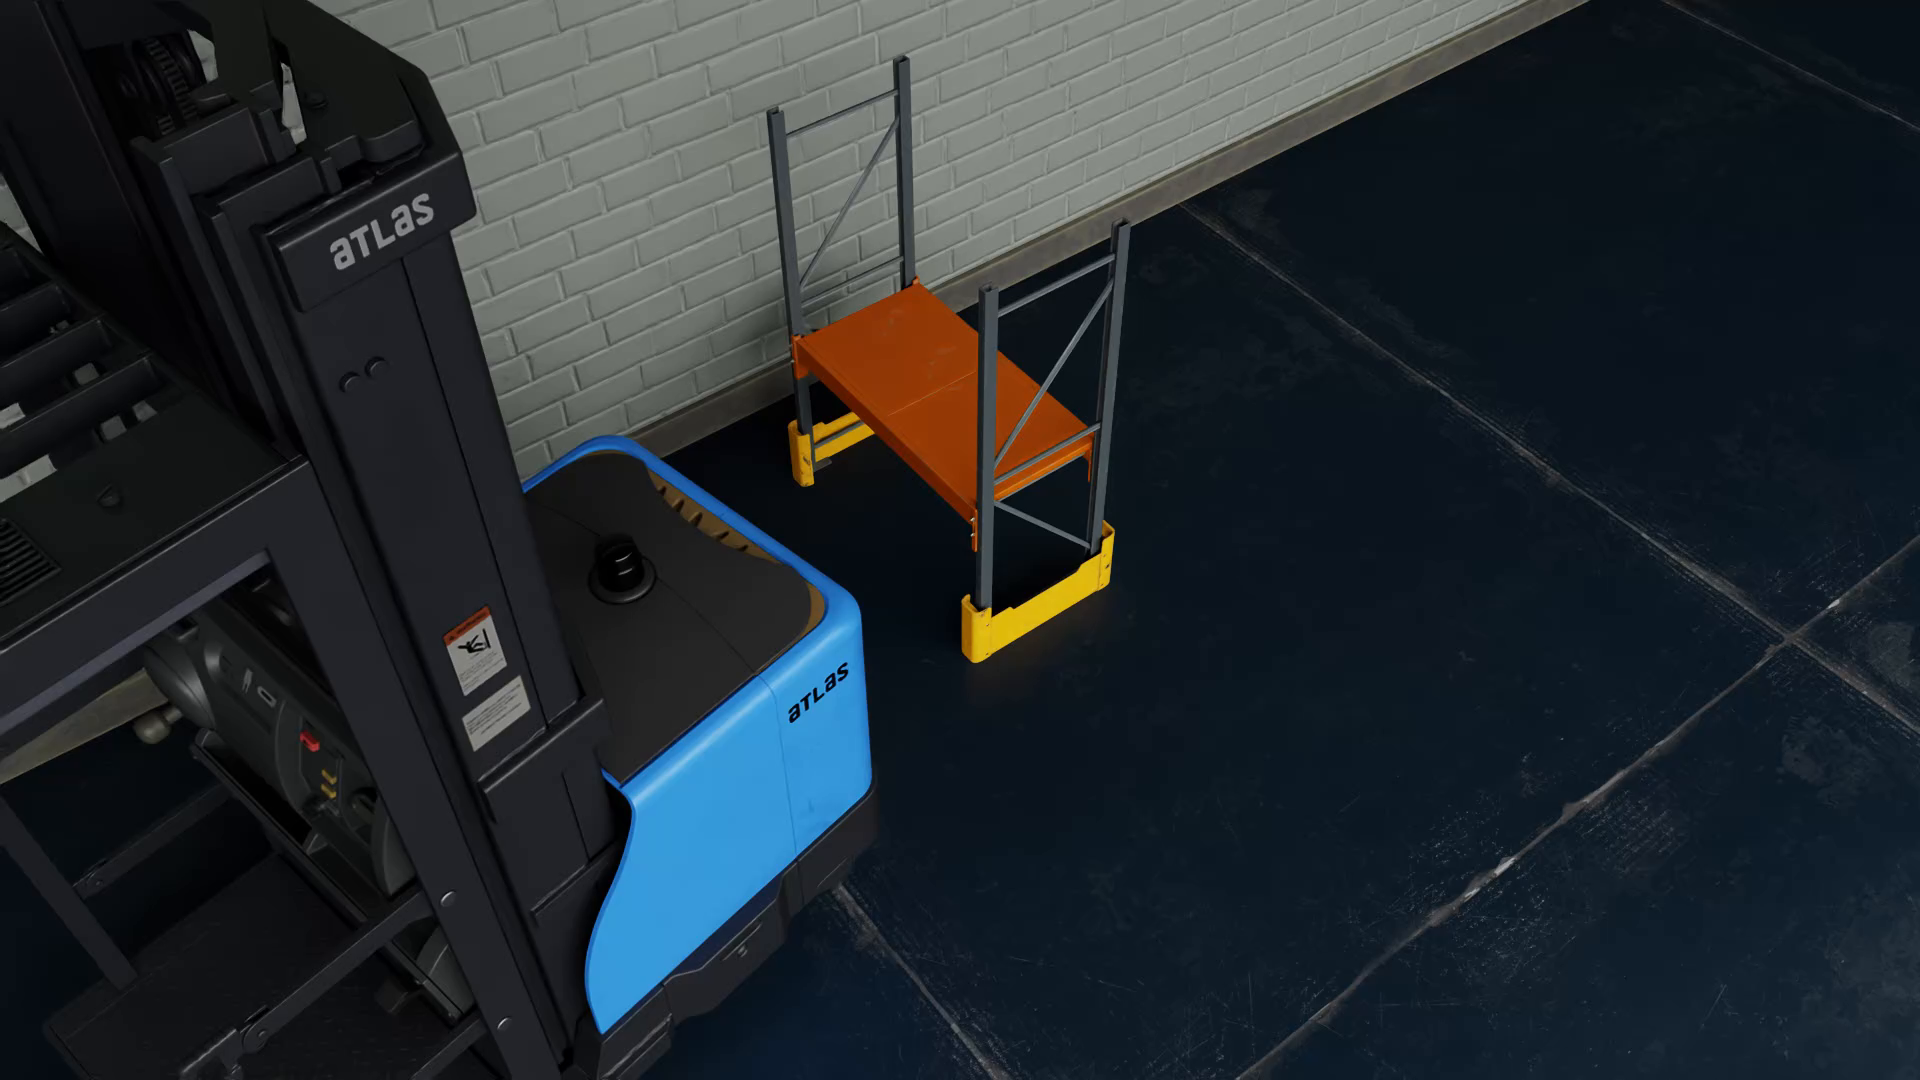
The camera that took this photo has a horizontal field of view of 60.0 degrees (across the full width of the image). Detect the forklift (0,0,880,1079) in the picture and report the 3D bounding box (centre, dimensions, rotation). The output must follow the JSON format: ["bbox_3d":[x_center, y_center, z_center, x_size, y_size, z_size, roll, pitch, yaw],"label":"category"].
[{"bbox_3d":[-1.587,0.474,3.342,1.130,2.935,3.031,33,56,26],"label":"forklift"}]

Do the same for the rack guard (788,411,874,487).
[{"bbox_3d":[-0.348,-0.423,5.964,0.587,0.250,0.087,-29,54,-24],"label":"rack guard"}]

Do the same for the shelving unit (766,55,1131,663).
[{"bbox_3d":[-0.046,-0.549,5.235,0.587,1.500,1.083,-29,54,-24],"label":"shelving unit"}]

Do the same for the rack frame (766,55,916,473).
[{"bbox_3d":[-0.359,-0.854,5.512,0.500,1.500,0.032,-29,54,-24],"label":"rack frame"}]

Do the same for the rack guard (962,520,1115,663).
[{"bbox_3d":[0.255,0.165,5.432,0.587,0.250,0.087,-29,54,-24],"label":"rack guard"}]

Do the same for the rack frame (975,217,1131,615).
[{"bbox_3d":[0.256,-0.254,4.968,0.500,1.500,0.032,-29,54,-24],"label":"rack frame"}]

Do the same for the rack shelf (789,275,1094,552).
[{"bbox_3d":[-0.052,-0.433,5.373,0.538,0.185,1.000,-29,54,-24],"label":"rack shelf"}]
